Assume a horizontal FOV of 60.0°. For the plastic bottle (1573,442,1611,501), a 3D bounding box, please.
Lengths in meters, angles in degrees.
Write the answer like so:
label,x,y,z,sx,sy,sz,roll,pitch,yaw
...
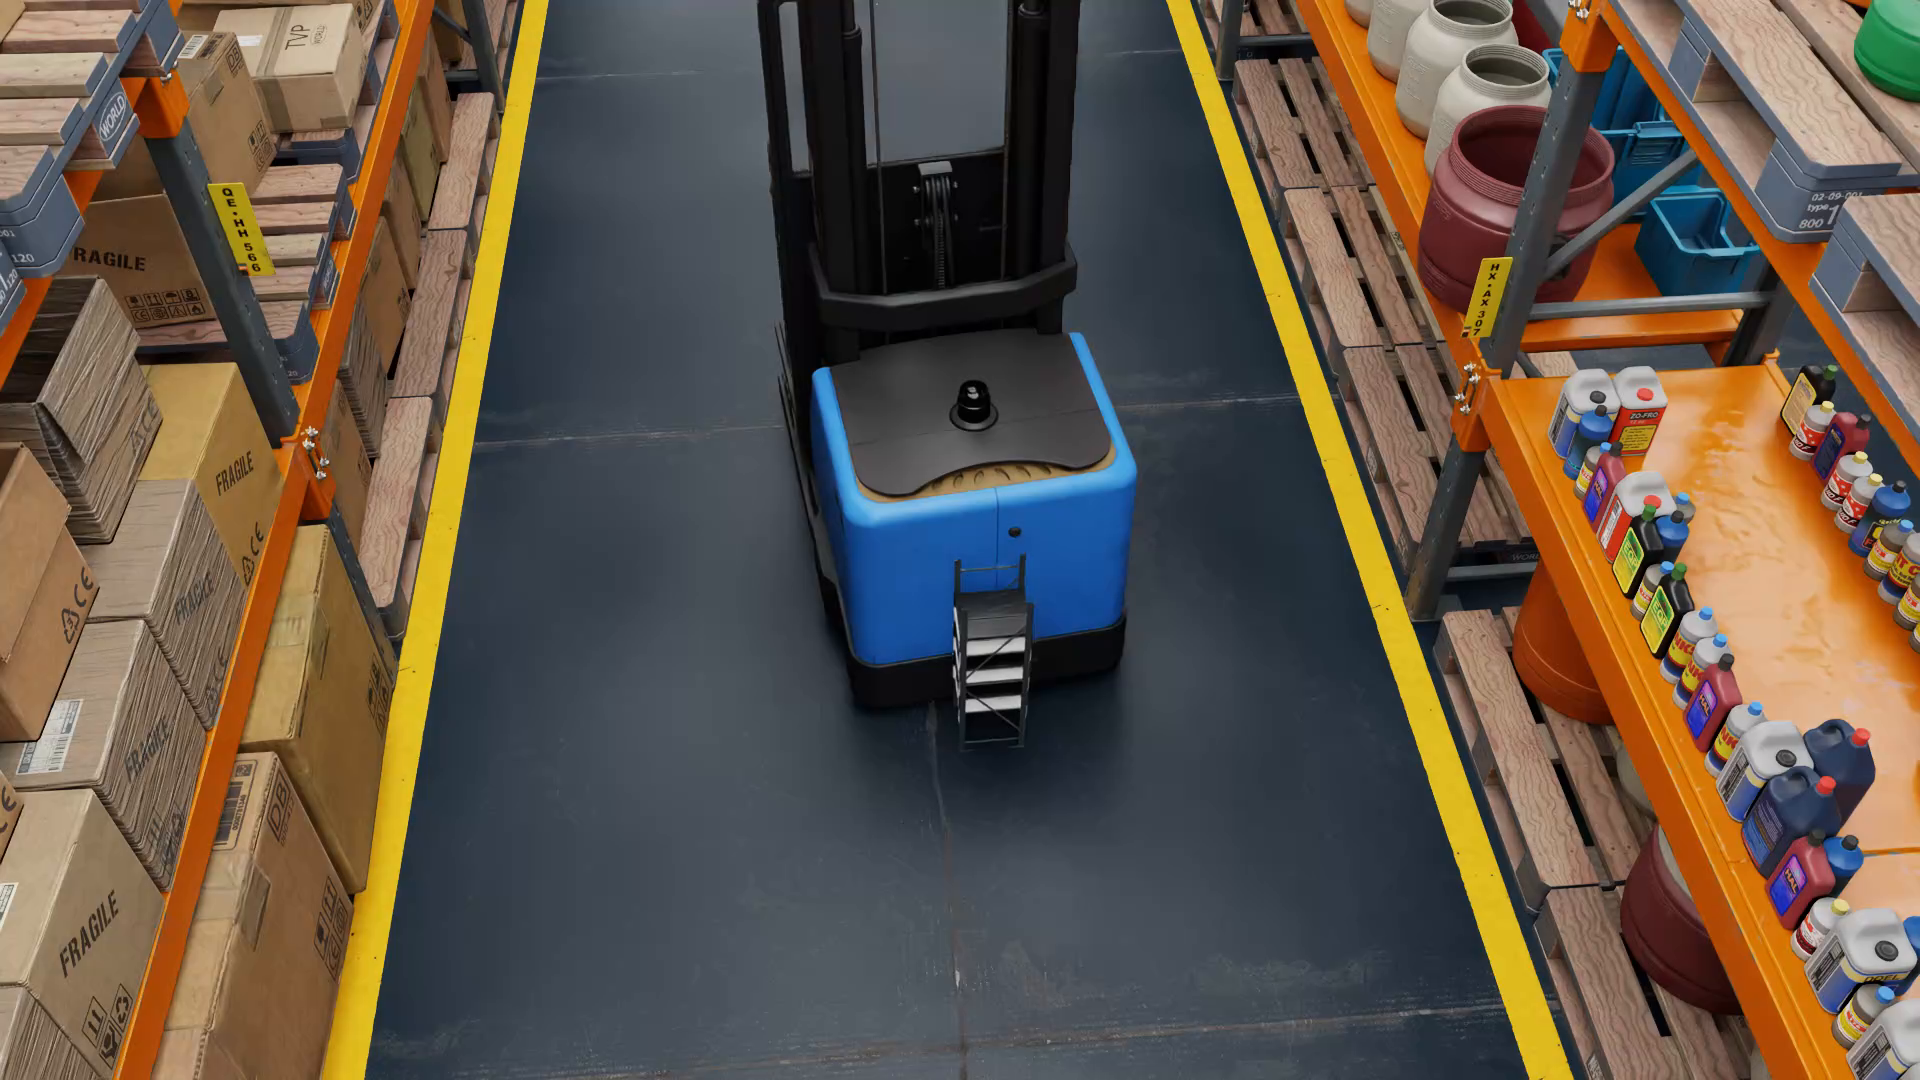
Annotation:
label,x,y,z,sx,sy,sz,roll,pitch,yaw
plastic bottle,1.980,-0.218,5.164,0.097,0.201,0.097,0,47,0

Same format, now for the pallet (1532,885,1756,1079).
label,x,y,z,sx,sy,sz,roll,pitch,yaw
pallet,2.482,1.632,5.195,1.003,0.211,1.213,-3,47,-3

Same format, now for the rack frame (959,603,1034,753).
label,x,y,z,sx,sy,sz,roll,pitch,yaw
rack frame,0.120,0.496,5.799,0.240,0.900,0.006,-4,52,-4

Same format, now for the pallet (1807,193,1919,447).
label,x,y,z,sx,sy,sz,roll,pitch,yaw
pallet,2.350,-0.229,3.102,1.003,0.211,1.213,-3,47,-3

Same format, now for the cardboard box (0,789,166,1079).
label,x,y,z,sx,sy,sz,roll,pitch,yaw
cardboard box,-2.247,0.938,3.863,0.500,0.500,0.500,-3,47,-3

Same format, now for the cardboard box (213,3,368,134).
label,x,y,z,sx,sy,sz,roll,pitch,yaw
cardboard box,-2.571,-1.794,6.333,0.500,0.250,0.500,-5,47,-4

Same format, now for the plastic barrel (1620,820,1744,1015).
label,x,y,z,sx,sy,sz,roll,pitch,yaw
plastic barrel,2.428,1.079,5.170,0.600,0.588,0.708,-3,47,-3

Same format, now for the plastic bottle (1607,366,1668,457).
label,x,y,z,sx,sy,sz,roll,pitch,yaw
plastic bottle,2.141,-0.409,5.294,0.152,0.276,0.135,-3,47,-3

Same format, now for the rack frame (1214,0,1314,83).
label,x,y,z,sx,sy,sz,roll,pitch,yaw
rack frame,1.941,-3.669,8.296,1.000,3.000,0.127,-3,47,-3

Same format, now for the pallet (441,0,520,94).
label,x,y,z,sx,sy,sz,roll,pitch,yaw
pallet,-3.086,-2.893,9.481,1.003,0.211,1.213,-3,47,-3

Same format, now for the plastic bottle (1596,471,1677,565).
label,x,y,z,sx,sy,sz,roll,pitch,yaw
plastic bottle,2.028,-0.065,4.968,0.152,0.276,0.135,-3,47,-3

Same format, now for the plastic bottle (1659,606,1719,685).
label,x,y,z,sx,sy,sz,roll,pitch,yaw
plastic bottle,2.041,0.285,4.639,0.097,0.271,0.097,0,47,0

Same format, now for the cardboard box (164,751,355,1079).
label,x,y,z,sx,sy,sz,roll,pitch,yaw
cardboard box,-2.556,1.258,4.803,1.225,0.875,0.875,-3,47,-3

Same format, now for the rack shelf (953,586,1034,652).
label,x,y,z,sx,sy,sz,roll,pitch,yaw
rack shelf,0.112,0.269,5.676,0.258,0.077,0.200,-4,52,-4

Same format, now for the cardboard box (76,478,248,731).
label,x,y,z,sx,sy,sz,roll,pitch,yaw
cardboard box,-2.336,0.194,4.568,0.500,0.500,0.500,-4,47,-4

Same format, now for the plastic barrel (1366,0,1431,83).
label,x,y,z,sx,sy,sz,roll,pitch,yaw
plastic barrel,1.900,-2.167,6.779,0.433,0.535,0.433,0,47,0

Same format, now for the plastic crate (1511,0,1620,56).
label,x,y,z,sx,sy,sz,roll,pitch,yaw
plastic crate,2.445,-1.985,6.656,0.402,0.464,0.583,-3,47,-3

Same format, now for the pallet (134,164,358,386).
label,x,y,z,sx,sy,sz,roll,pitch,yaw
pallet,-2.826,-0.917,5.822,1.213,0.211,1.003,-3,47,-3

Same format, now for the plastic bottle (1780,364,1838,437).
label,x,y,z,sx,sy,sz,roll,pitch,yaw
plastic bottle,2.735,-0.468,5.345,0.061,0.283,0.133,-3,47,-3

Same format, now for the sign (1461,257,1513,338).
label,x,y,z,sx,sy,sz,roll,pitch,yaw
sign,1.728,-0.793,5.459,0.100,0.325,0.005,-3,47,-3

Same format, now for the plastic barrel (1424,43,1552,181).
label,x,y,z,sx,sy,sz,roll,pitch,yaw
plastic barrel,1.977,-1.545,6.207,0.421,0.512,0.421,0,47,0

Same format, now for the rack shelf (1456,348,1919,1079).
label,x,y,z,sx,sy,sz,roll,pitch,yaw
rack shelf,2.443,0.919,4.446,1.077,0.370,4.000,-3,47,-3

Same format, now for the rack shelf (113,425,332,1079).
label,x,y,z,sx,sy,sz,roll,pitch,yaw
rack shelf,-2.493,1.220,4.160,1.077,0.370,4.000,-3,47,-3

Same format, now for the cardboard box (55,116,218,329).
label,x,y,z,sx,sy,sz,roll,pitch,yaw
cardboard box,-2.745,-1.041,5.449,0.500,0.500,0.500,-9,47,-8

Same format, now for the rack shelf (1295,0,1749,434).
label,x,y,z,sx,sy,sz,roll,pitch,yaw
rack shelf,2.108,-1.975,7.186,1.077,0.370,4.000,-3,47,-3

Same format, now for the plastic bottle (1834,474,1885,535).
label,x,y,z,sx,sy,sz,roll,pitch,yaw
plastic bottle,2.754,-0.118,5.069,0.097,0.201,0.097,0,47,0

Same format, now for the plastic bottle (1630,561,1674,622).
label,x,y,z,sx,sy,sz,roll,pitch,yaw
plastic bottle,2.022,0.143,4.822,0.097,0.201,0.097,0,47,0

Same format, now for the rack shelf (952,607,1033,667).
label,x,y,z,sx,sy,sz,roll,pitch,yaw
rack shelf,0.111,0.325,5.746,0.258,0.077,0.200,-4,52,-4

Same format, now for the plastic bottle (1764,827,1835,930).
label,x,y,z,sx,sy,sz,roll,pitch,yaw
plastic bottle,2.087,0.834,4.111,0.061,0.283,0.133,-3,47,-3

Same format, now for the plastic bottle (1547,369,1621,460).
label,x,y,z,sx,sy,sz,roll,pitch,yaw
plastic bottle,1.990,-0.400,5.285,0.152,0.276,0.135,-3,47,-3

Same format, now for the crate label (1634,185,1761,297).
label,x,y,z,sx,sy,sz,roll,pitch,yaw
crate label,2.614,-1.045,5.926,0.303,0.233,0.416,-3,47,-3

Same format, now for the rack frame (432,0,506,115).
label,x,y,z,sx,sy,sz,roll,pitch,yaw
rack frame,-2.995,-3.368,8.011,1.000,3.000,0.127,-3,47,-3

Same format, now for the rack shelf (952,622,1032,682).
label,x,y,z,sx,sy,sz,roll,pitch,yaw
rack shelf,0.110,0.381,5.817,0.258,0.077,0.200,-4,52,-4

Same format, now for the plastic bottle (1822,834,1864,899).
label,x,y,z,sx,sy,sz,roll,pitch,yaw
plastic bottle,2.164,0.821,4.132,0.097,0.271,0.097,0,47,0

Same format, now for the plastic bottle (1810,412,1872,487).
label,x,y,z,sx,sy,sz,roll,pitch,yaw
plastic bottle,2.754,-0.301,5.186,0.061,0.283,0.133,-3,47,-3

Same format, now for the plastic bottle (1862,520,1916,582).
label,x,y,z,sx,sy,sz,roll,pitch,yaw
plastic bottle,2.770,0.023,4.936,0.097,0.201,0.097,0,47,0

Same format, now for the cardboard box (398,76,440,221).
label,x,y,z,sx,sy,sz,roll,pitch,yaw
cardboard box,-2.944,-1.868,8.009,0.700,0.500,0.500,-4,47,-4

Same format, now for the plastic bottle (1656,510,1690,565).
label,x,y,z,sx,sy,sz,roll,pitch,yaw
plastic bottle,2.071,0.018,4.892,0.097,0.271,0.097,0,47,0

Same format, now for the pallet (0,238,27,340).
label,x,y,z,sx,sy,sz,roll,pitch,yaw
pallet,-2.457,-0.169,3.045,1.003,0.211,1.213,-2,47,-1

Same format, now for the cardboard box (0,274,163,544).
label,x,y,z,sx,sy,sz,roll,pitch,yaw
cardboard box,-2.615,-0.324,4.367,0.797,0.503,0.637,-2,47,-2

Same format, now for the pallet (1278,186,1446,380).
label,x,y,z,sx,sy,sz,roll,pitch,yaw
pallet,2.150,-1.260,7.934,1.003,0.211,1.213,-3,47,-3

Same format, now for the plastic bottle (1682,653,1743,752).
label,x,y,z,sx,sy,sz,roll,pitch,yaw
plastic bottle,2.041,0.436,4.488,0.061,0.283,0.133,-3,47,-3

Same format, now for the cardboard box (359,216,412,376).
label,x,y,z,sx,sy,sz,roll,pitch,yaw
cardboard box,-2.849,-1.060,7.243,0.700,0.500,0.500,0,47,0

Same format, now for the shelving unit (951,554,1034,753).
label,x,y,z,sx,sy,sz,roll,pitch,yaw
shelving unit,0.109,0.416,5.861,0.258,0.900,0.210,-4,52,-4

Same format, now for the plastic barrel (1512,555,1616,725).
label,x,y,z,sx,sy,sz,roll,pitch,yaw
plastic barrel,2.334,0.179,5.856,0.600,0.830,0.708,-3,47,-3

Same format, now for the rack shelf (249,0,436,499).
label,x,y,z,sx,sy,sz,roll,pitch,yaw
rack shelf,-2.827,-1.674,6.901,1.077,0.370,4.000,-3,47,-3

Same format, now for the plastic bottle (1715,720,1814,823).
label,x,y,z,sx,sy,sz,roll,pitch,yaw
plastic bottle,2.106,0.603,4.334,0.152,0.276,0.135,-3,47,-3

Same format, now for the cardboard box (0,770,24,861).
label,x,y,z,sx,sy,sz,roll,pitch,yaw
cardboard box,-2.500,0.633,3.461,0.797,0.503,0.637,-2,47,-2

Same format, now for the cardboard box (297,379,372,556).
label,x,y,z,sx,sy,sz,roll,pitch,yaw
cardboard box,-2.736,-0.250,6.476,0.700,0.500,0.500,-6,47,-5

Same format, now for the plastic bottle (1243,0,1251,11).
label,x,y,z,sx,sy,sz,roll,pitch,yaw
plastic bottle,1.600,-3.102,9.383,0.097,0.201,0.097,0,47,0

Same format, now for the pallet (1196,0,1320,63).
label,x,y,z,sx,sy,sz,roll,pitch,yaw
pallet,1.926,-3.199,9.771,1.003,0.211,1.213,-3,47,-3

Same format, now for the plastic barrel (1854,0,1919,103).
label,x,y,z,sx,sy,sz,roll,pitch,yaw
plastic barrel,2.135,-1.117,3.630,0.294,0.245,0.294,0,47,0

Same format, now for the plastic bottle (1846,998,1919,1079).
label,x,y,z,sx,sy,sz,roll,pitch,yaw
plastic bottle,2.171,1.169,3.799,0.152,0.276,0.135,-3,47,-3

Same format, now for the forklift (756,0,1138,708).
label,x,y,z,sx,sy,sz,roll,pitch,yaw
forklift,-0.187,-1.473,6.263,1.130,2.935,3.031,-9,47,-8

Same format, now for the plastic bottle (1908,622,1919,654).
label,x,y,z,sx,sy,sz,roll,pitch,yaw
plastic bottle,2.794,0.234,4.736,0.097,0.201,0.097,0,47,0

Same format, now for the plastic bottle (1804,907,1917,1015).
label,x,y,z,sx,sy,sz,roll,pitch,yaw
plastic bottle,2.152,1.002,3.957,0.152,0.276,0.135,-3,47,-3

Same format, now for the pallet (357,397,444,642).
label,x,y,z,sx,sy,sz,roll,pitch,yaw
pallet,-2.724,-0.081,6.818,1.003,0.211,1.213,-3,47,-3
